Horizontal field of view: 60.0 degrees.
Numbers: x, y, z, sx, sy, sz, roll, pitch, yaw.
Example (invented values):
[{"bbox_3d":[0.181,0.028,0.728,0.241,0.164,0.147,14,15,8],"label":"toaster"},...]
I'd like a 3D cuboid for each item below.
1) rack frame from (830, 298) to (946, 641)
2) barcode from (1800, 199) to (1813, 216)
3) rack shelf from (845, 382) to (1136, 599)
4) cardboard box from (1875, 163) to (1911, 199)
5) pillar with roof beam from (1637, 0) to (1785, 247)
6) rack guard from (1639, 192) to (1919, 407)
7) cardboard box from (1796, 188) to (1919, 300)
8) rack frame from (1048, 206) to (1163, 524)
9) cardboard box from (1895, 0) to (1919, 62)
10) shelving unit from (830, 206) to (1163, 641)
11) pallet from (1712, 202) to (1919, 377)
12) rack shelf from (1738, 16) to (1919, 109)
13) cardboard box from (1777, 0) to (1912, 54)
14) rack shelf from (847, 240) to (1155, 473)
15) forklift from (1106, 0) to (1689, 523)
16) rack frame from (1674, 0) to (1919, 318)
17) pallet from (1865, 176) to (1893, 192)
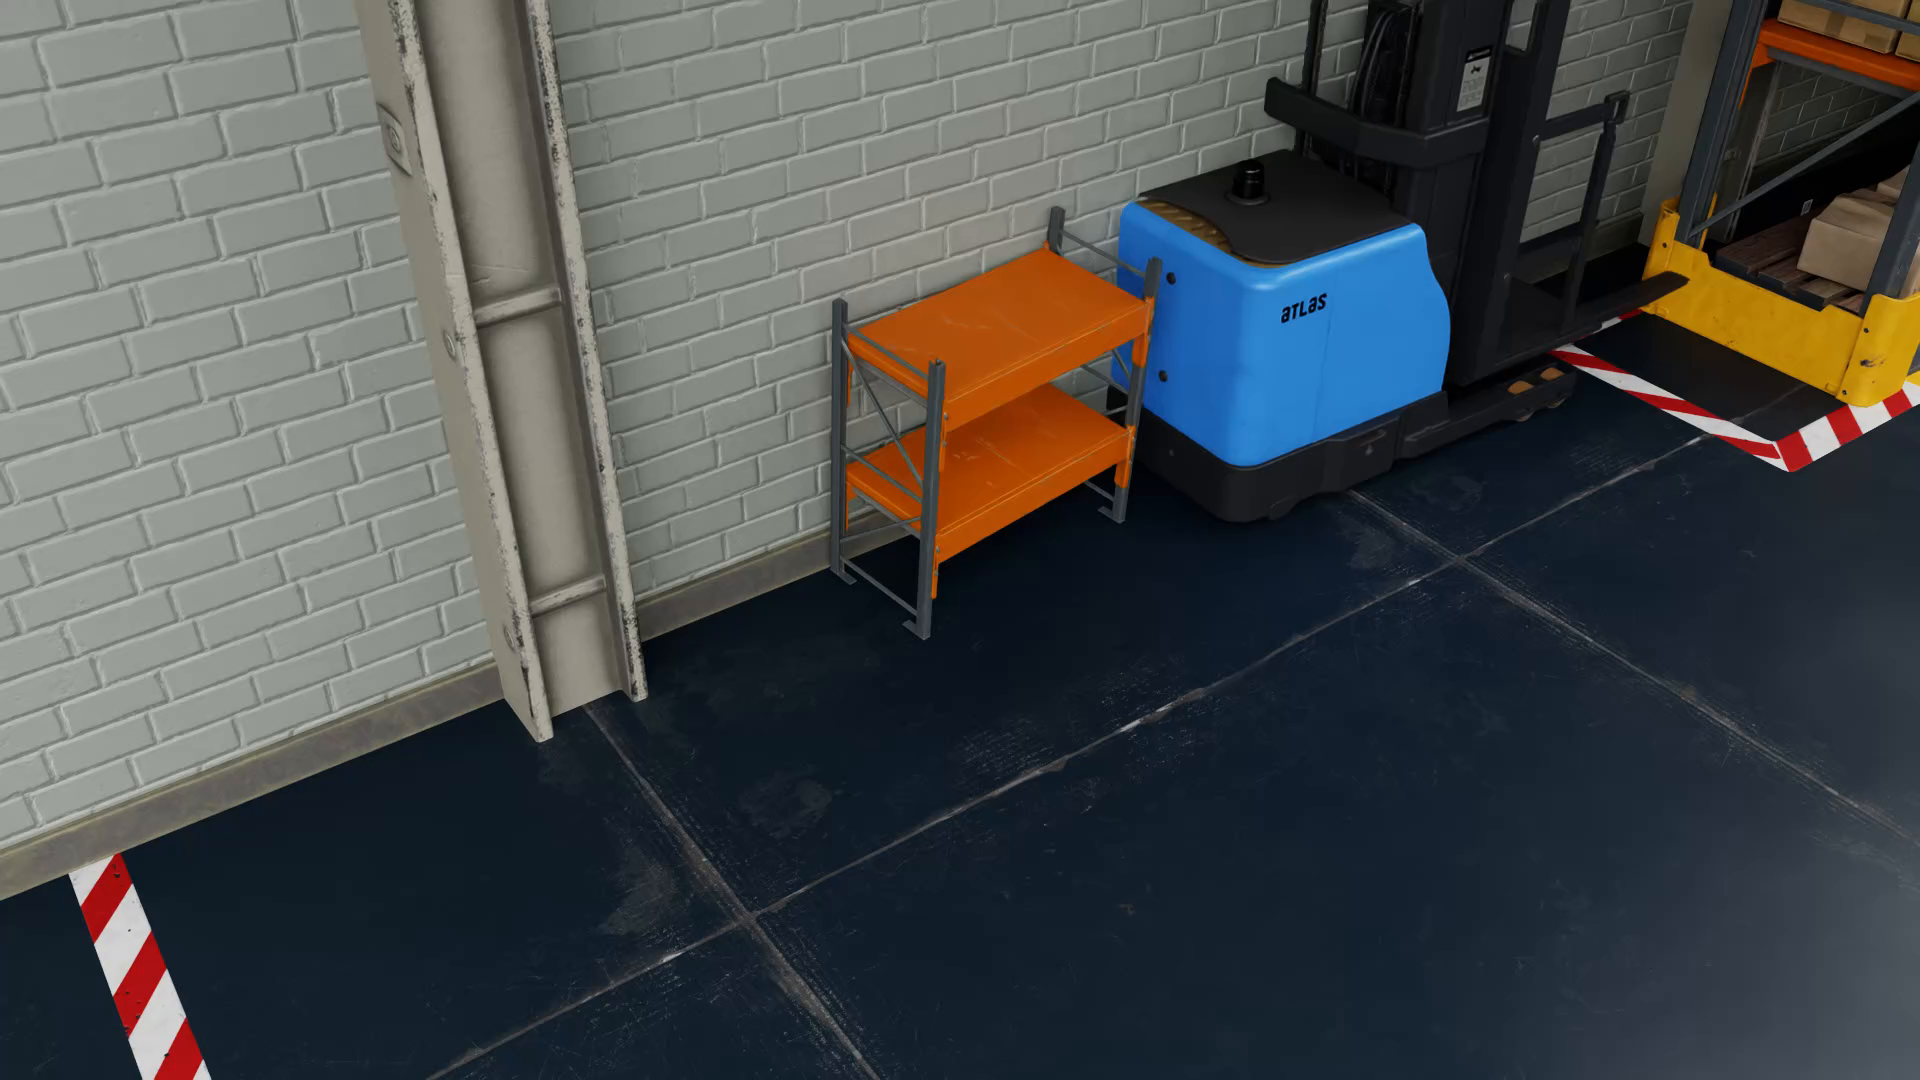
[{"bbox_3d":[-0.257,-0.215,5.553,0.032,1.125,0.500,-29,49,-34],"label":"rack frame"},{"bbox_3d":[3.950,-1.552,7.758,0.075,0.075,0.001,-22,41,-28],"label":"barcode"},{"bbox_3d":[0.096,-0.230,5.993,1.000,0.278,0.538,-29,49,-34],"label":"rack shelf"},{"bbox_3d":[4.632,-1.544,7.753,0.500,0.311,0.500,-19,40,-24],"label":"cardboard box"},{"bbox_3d":[6.102,-3.104,2.859,0.400,9.000,9.100,-22,41,-28],"label":"pillar with roof beam"},{"bbox_3d":[3.610,-1.086,7.331,0.348,0.500,1.175,-22,41,-28],"label":"rack guard"},{"bbox_3d":[4.166,-1.352,7.487,0.500,0.311,0.500,-28,44,-33],"label":"cardboard box"},{"bbox_3d":[0.476,-0.625,6.127,0.032,1.125,0.500,-29,49,-34],"label":"rack frame"},{"bbox_3d":[4.130,-2.035,6.622,0.500,0.250,0.500,-24,42,-29],"label":"cardboard box"},{"bbox_3d":[0.110,-0.420,5.840,1.048,1.125,0.538,-29,49,-34],"label":"shelving unit"},{"bbox_3d":[4.295,-1.225,7.772,1.213,0.211,1.003,-22,41,-28],"label":"pallet"},{"bbox_3d":[5.183,-2.456,7.711,4.000,0.370,1.077,-22,41,-28],"label":"rack shelf"},{"bbox_3d":[3.819,-2.272,6.951,0.500,0.250,0.500,-22,41,-27],"label":"cardboard box"},{"bbox_3d":[0.126,-0.648,5.657,1.000,0.278,0.538,-29,49,-34],"label":"rack shelf"},{"bbox_3d":[1.982,-1.919,6.408,3.031,2.935,1.130,-21,41,-27],"label":"forklift"},{"bbox_3d":[3.548,-2.075,6.566,0.127,3.000,1.000,-22,41,-28],"label":"rack frame"},{"bbox_3d":[5.291,-1.633,8.339,1.213,0.211,1.003,-22,41,-28],"label":"pallet"}]
